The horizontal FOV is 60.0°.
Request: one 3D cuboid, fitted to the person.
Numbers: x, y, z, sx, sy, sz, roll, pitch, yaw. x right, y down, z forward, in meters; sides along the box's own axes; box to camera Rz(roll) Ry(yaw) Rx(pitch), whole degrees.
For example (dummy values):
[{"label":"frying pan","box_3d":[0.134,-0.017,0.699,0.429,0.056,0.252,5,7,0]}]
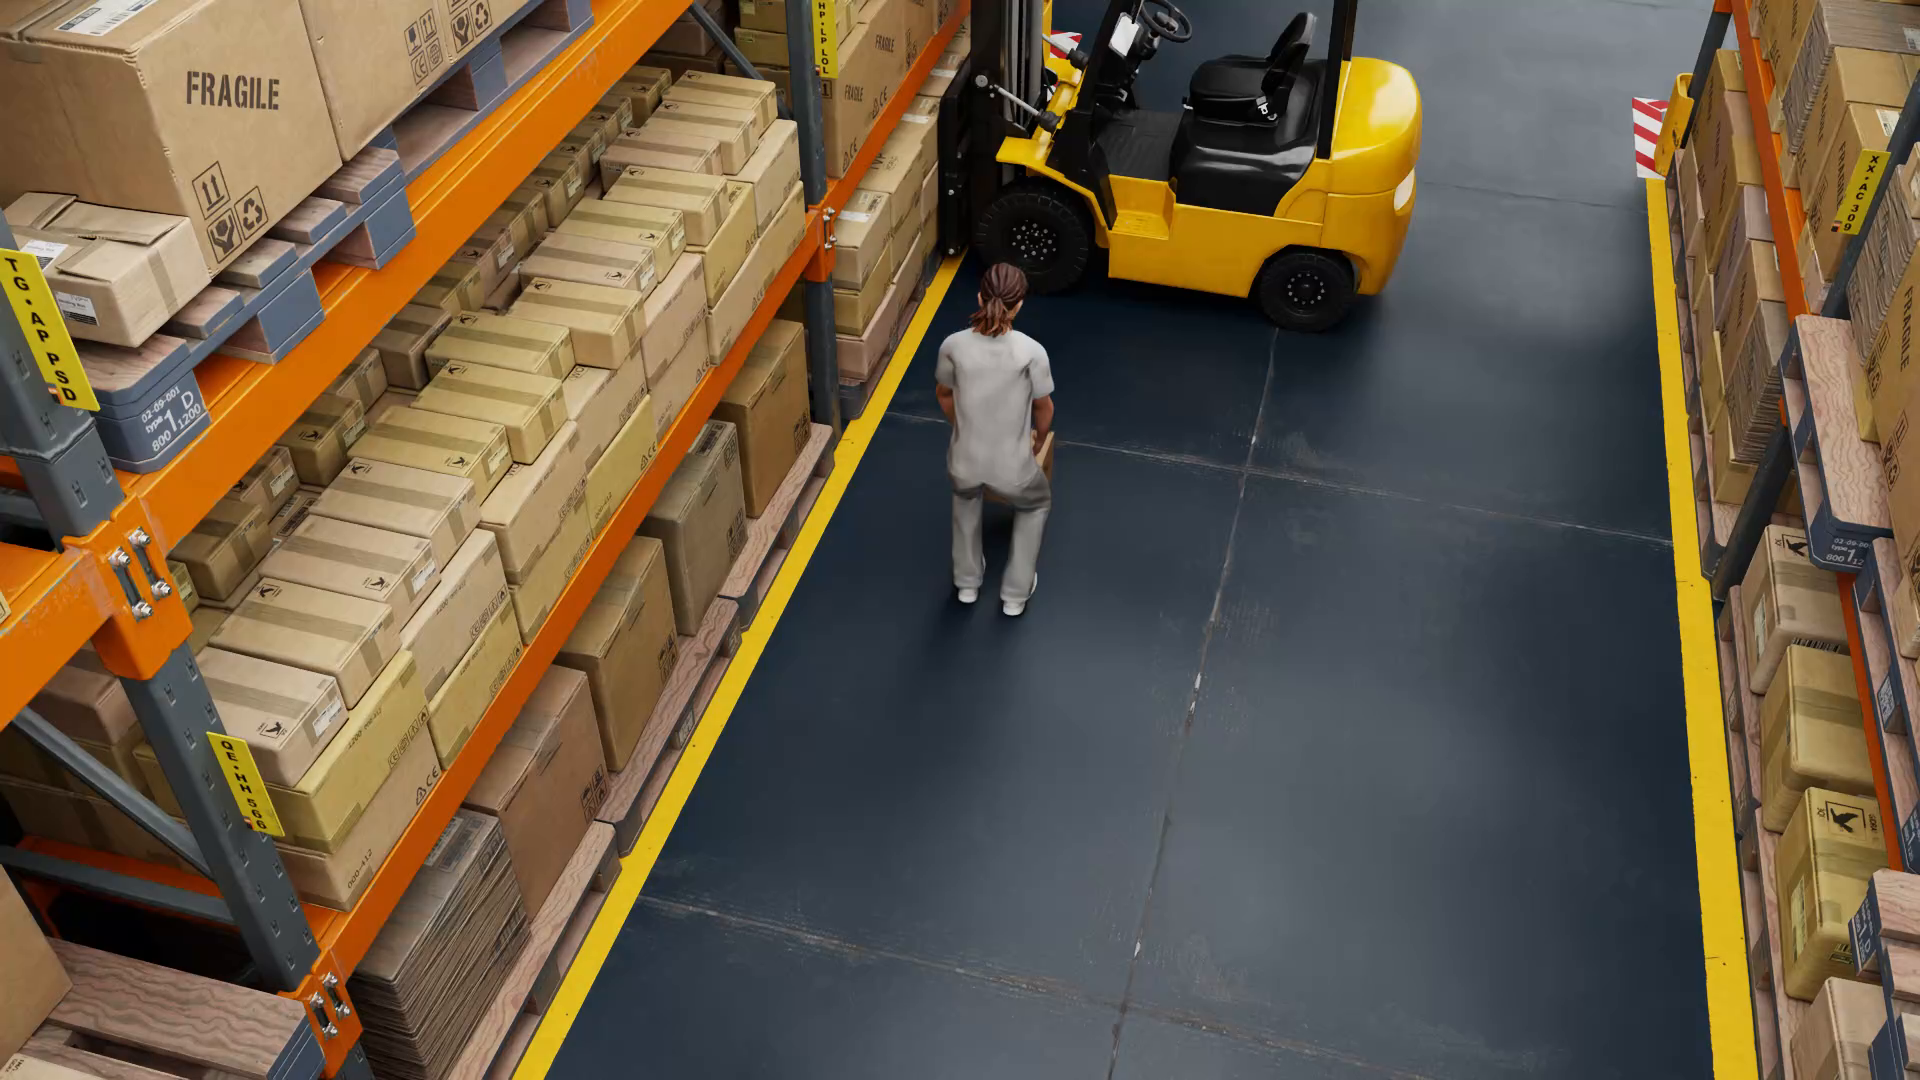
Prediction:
[{"label":"person","box_3d":[0.126,-0.374,6.717,0.483,1.514,0.532,11,42,12]}]
